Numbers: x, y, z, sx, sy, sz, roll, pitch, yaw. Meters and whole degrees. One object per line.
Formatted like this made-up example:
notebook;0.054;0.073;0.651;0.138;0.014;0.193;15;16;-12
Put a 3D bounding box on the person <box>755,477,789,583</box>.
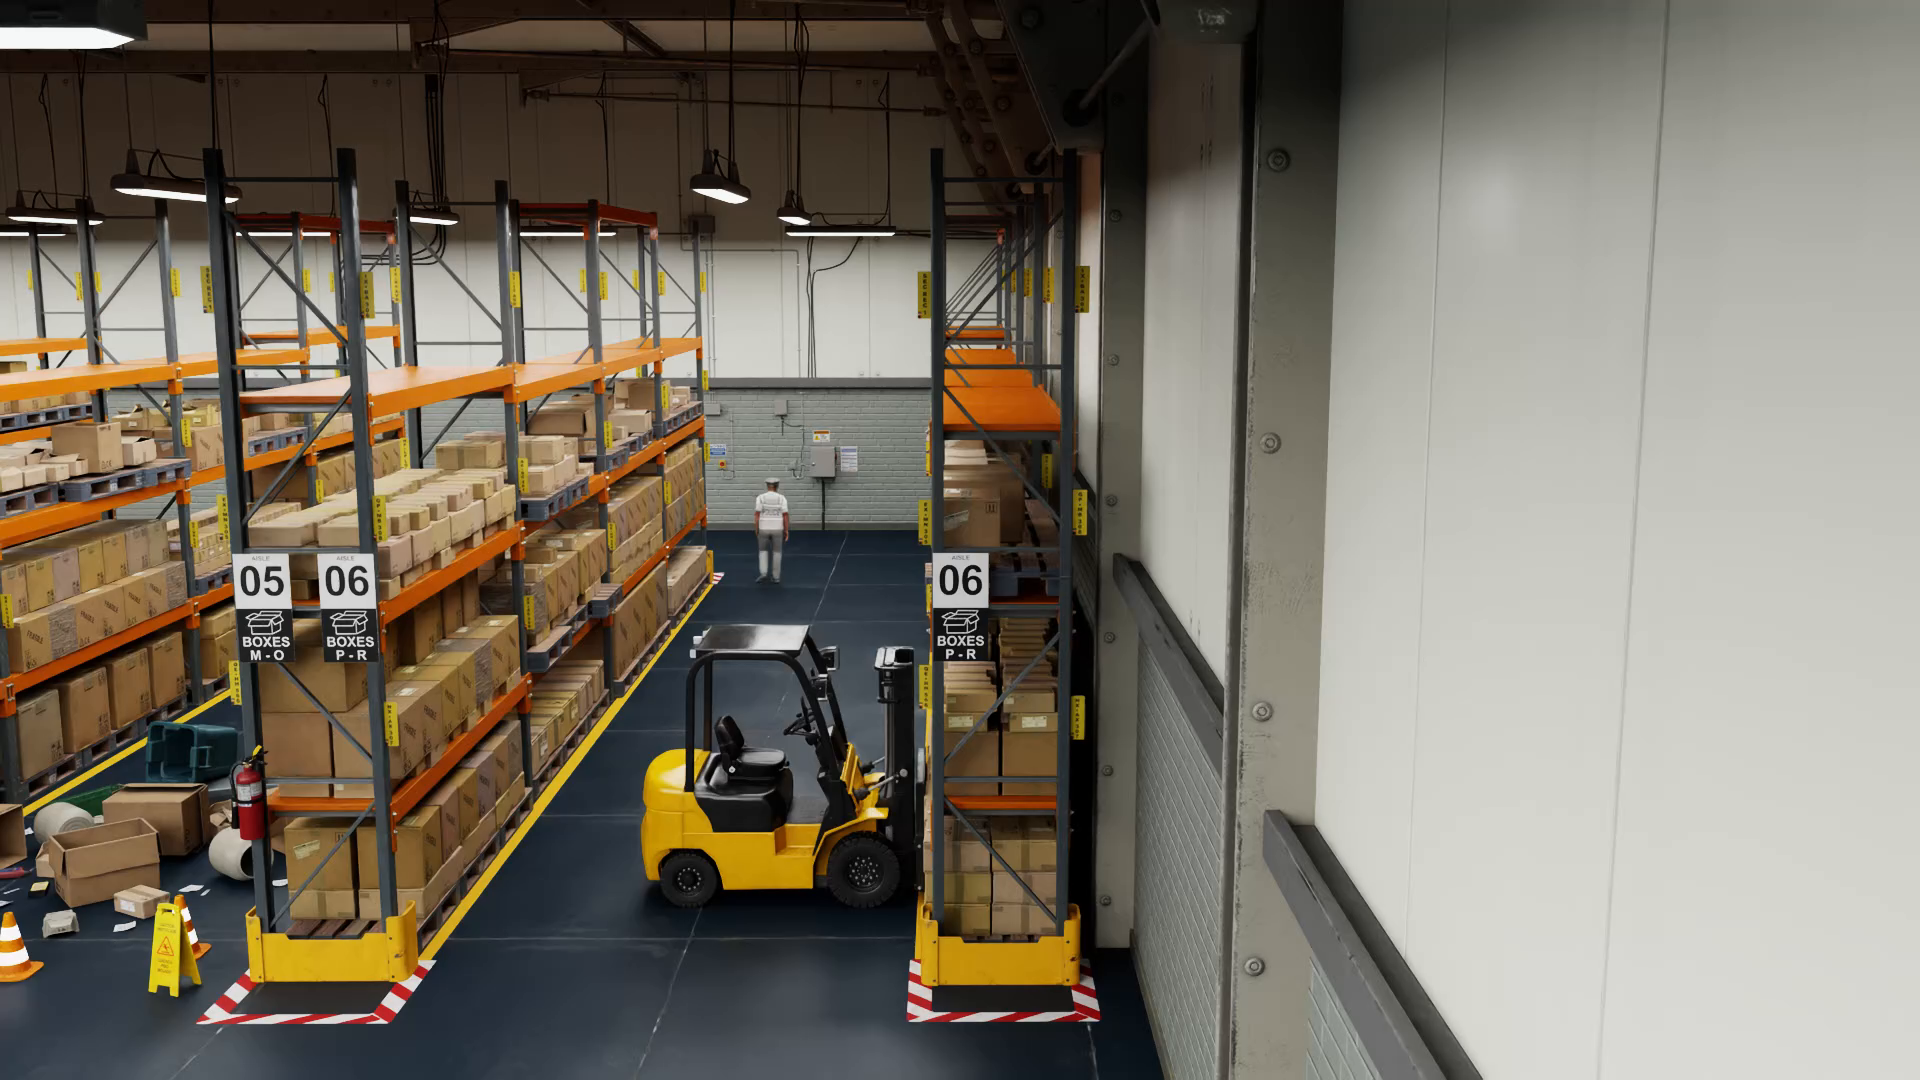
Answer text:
person;-3.149;-0.147;27.860;0.572;1.772;0.478;-1;9;-4
